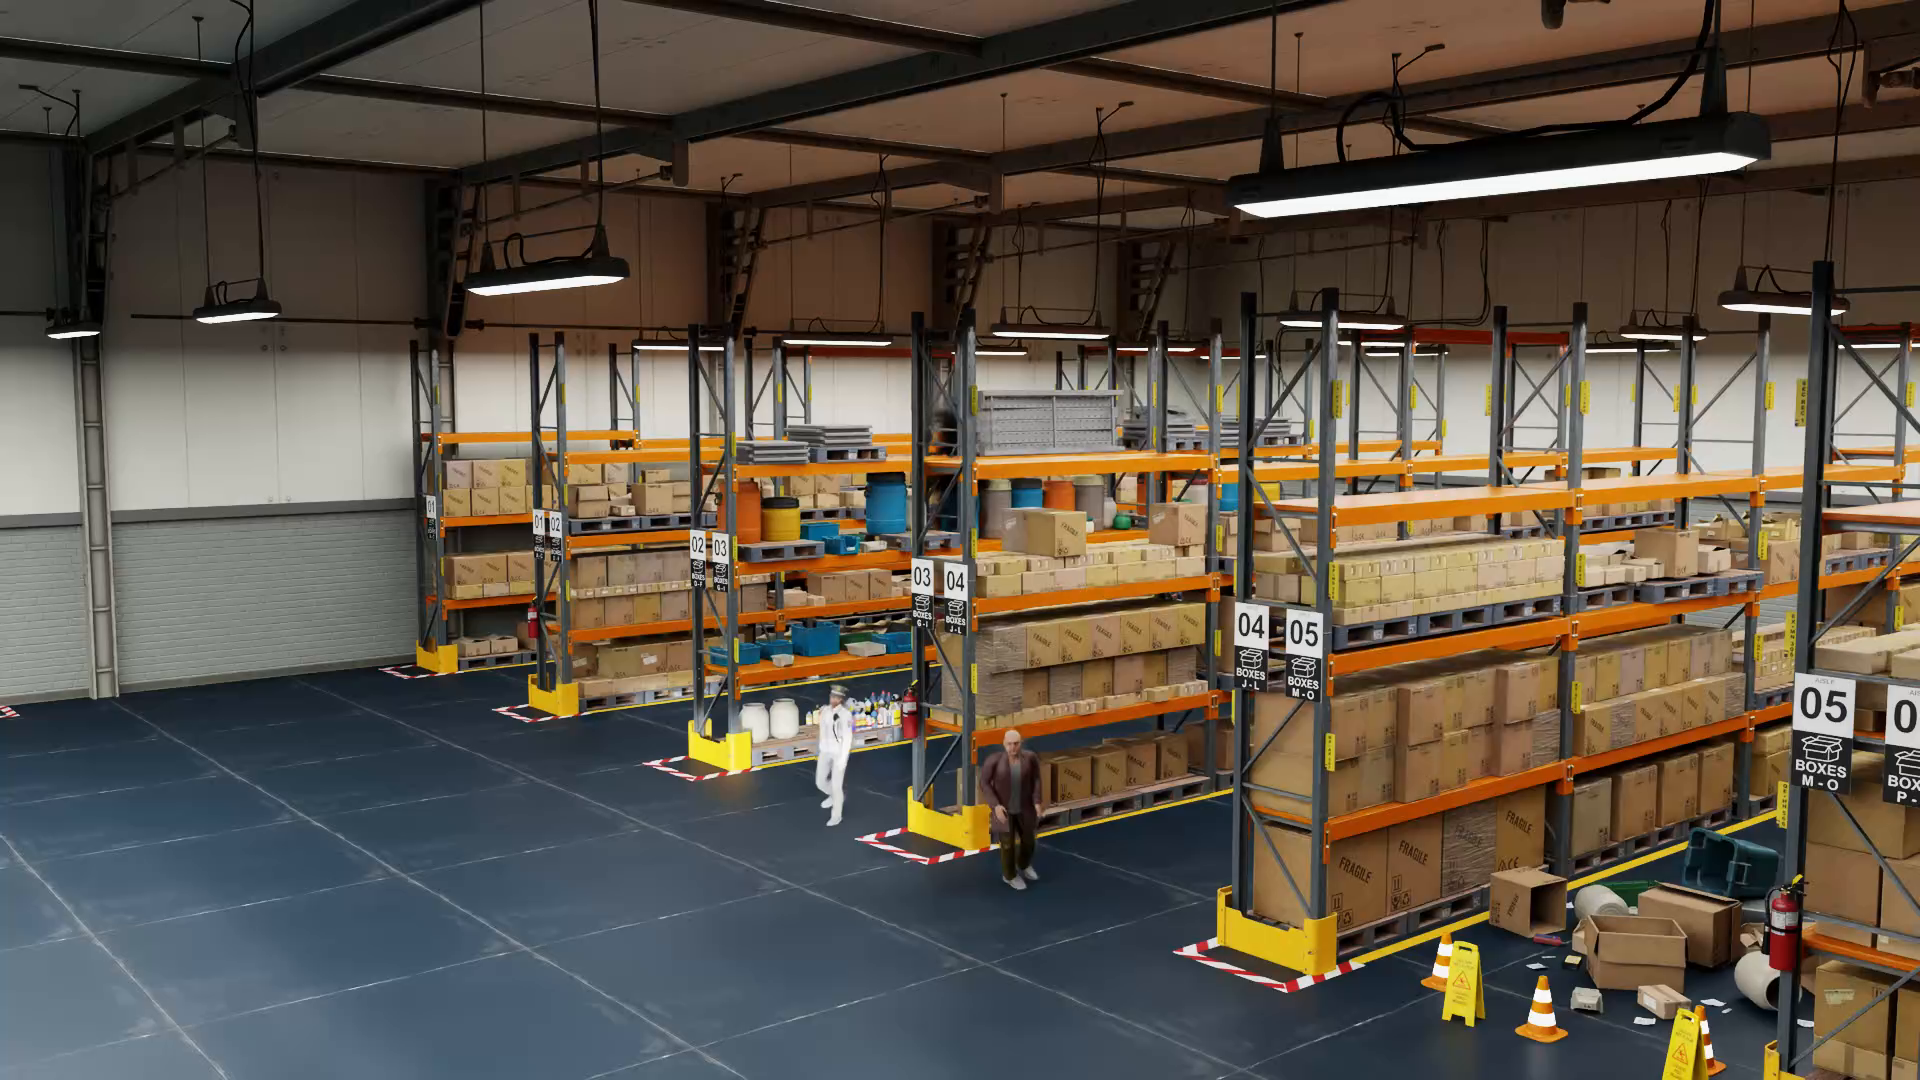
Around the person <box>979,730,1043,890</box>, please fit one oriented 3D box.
[{"bbox_3d":[0.505,2.739,17.090,0.680,1.705,0.762,-1,5,-10],"label":"person"}]

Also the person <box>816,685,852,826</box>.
[{"bbox_3d":[-1.475,2.509,19.699,0.643,1.667,0.552,3,6,33],"label":"person"}]
